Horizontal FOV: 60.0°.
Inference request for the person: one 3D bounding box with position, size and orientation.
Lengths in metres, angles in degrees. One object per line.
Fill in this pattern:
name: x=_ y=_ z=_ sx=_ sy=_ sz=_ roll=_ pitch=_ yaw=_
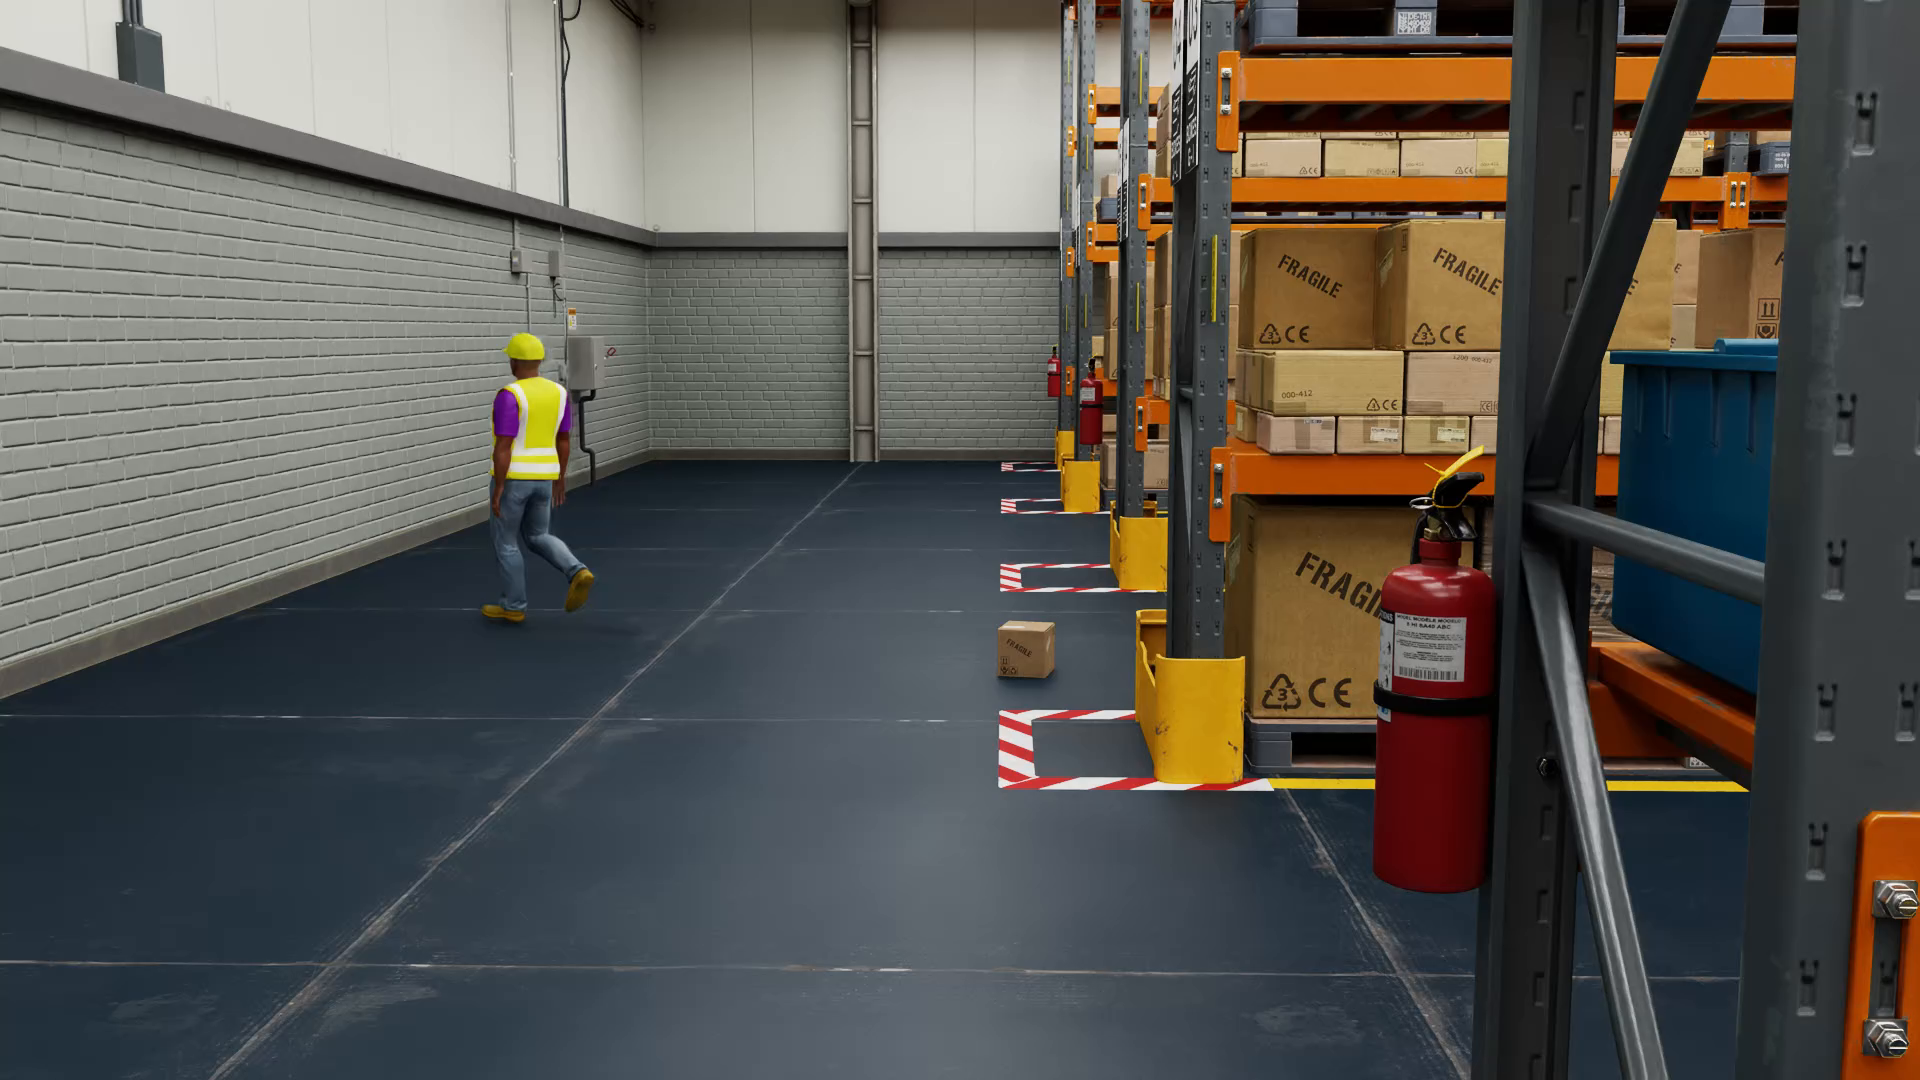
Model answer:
person: x=-2.589 y=-0.371 z=10.036 sx=0.738 sy=1.748 sz=0.589 roll=5 pitch=9 yaw=34
